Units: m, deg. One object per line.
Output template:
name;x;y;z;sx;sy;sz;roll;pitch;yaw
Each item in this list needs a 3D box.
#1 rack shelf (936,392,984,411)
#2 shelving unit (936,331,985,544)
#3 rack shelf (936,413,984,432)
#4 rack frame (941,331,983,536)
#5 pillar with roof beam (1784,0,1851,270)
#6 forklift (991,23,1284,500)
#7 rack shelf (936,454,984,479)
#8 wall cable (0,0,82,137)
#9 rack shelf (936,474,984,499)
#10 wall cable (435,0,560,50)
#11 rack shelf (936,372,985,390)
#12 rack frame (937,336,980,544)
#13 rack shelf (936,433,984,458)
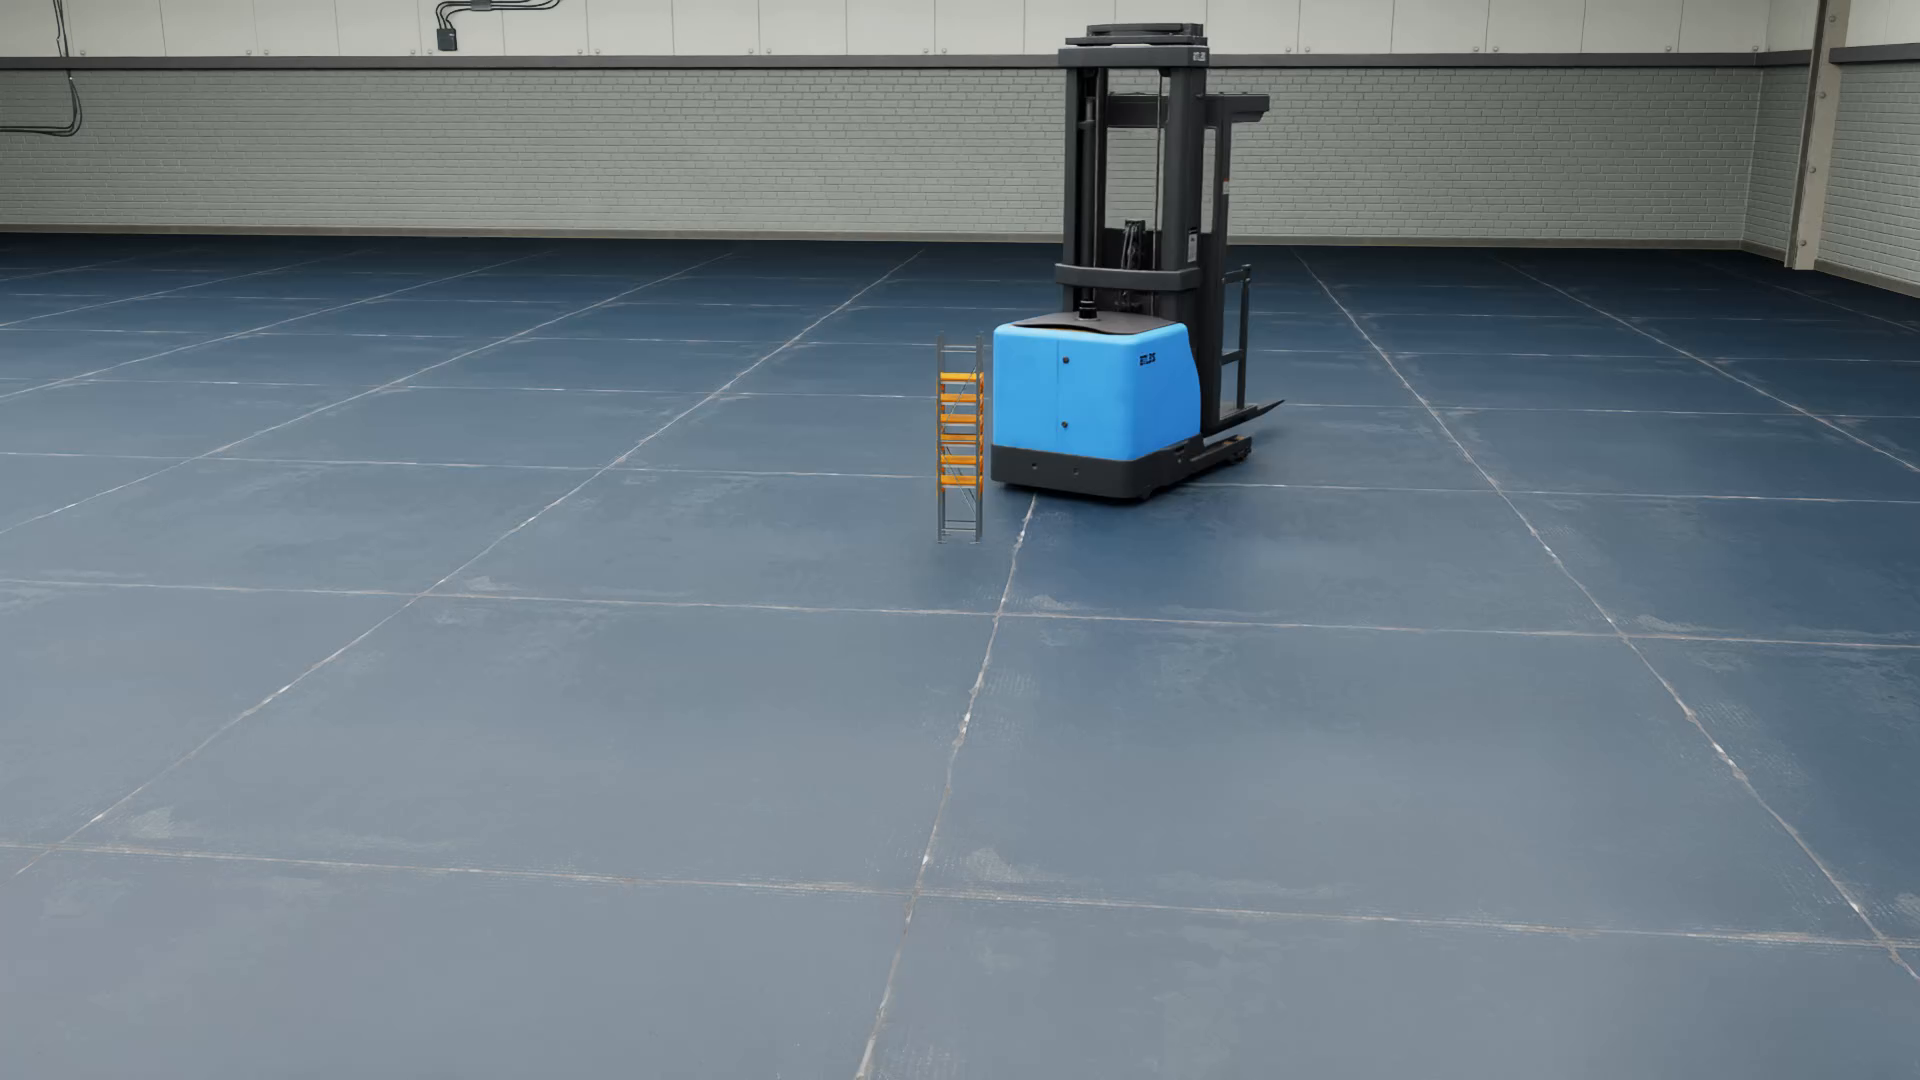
rack shelf;0.002;-0.772;9.468;0.258;0.103;0.180;2;15;6
shelving unit;0.002;-0.583;9.519;0.258;1.200;0.189;2;15;6
rack shelf;0.002;-0.656;9.500;0.258;0.103;0.180;2;15;6
rack frame;0.012;-0.607;9.607;0.240;1.200;0.006;2;15;6
pillar with roof beam;8.066;-8.466;23.733;9.100;9.000;0.400;2;15;6
forklift;1.412;-1.999;11.441;1.130;2.935;3.031;9;18;31
rack shelf;0.002;-0.424;9.562;0.258;0.103;0.180;2;15;6
wall cable;-17.309;-8.494;29.782;3.097;2.526;0.112;2;15;6
rack shelf;0.002;-0.308;9.594;0.258;0.103;0.180;2;15;6
wall cable;-7.878;-11.351;27.884;2.305;6.003;0.169;2;15;6
rack shelf;0.002;-0.888;9.437;0.258;0.103;0.180;2;15;6
rack frame;-0.009;-0.559;9.432;0.240;1.200;0.006;2;15;6
rack shelf;0.002;-0.540;9.531;0.258;0.103;0.180;2;15;6
